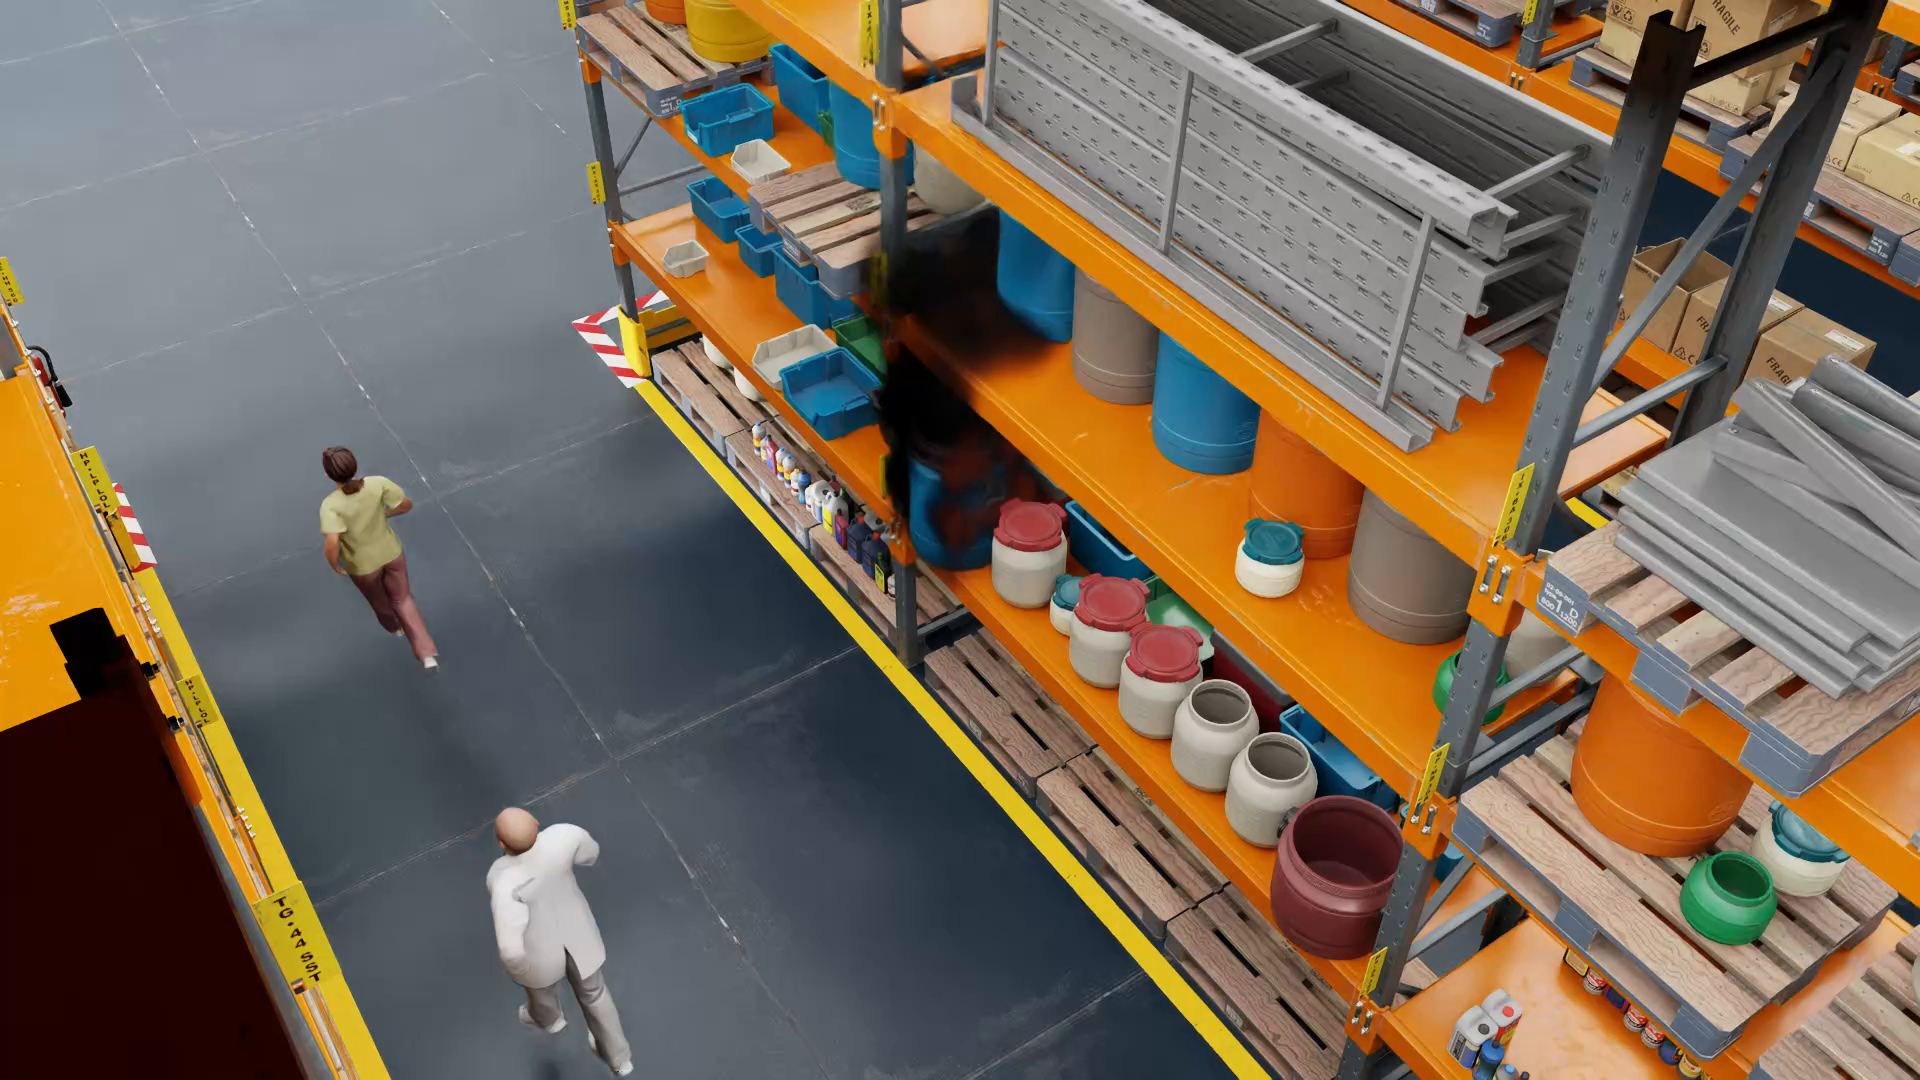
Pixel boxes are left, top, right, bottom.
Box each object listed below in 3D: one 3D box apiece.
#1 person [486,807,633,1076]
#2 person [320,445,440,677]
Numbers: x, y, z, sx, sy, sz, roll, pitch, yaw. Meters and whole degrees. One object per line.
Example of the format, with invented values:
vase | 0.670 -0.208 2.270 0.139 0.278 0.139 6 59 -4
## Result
person | -1.939 1.907 7.970 0.686 1.869 0.832 -32 51 -30
person | -3.506 0.130 9.987 0.601 1.651 0.872 -32 51 -30
